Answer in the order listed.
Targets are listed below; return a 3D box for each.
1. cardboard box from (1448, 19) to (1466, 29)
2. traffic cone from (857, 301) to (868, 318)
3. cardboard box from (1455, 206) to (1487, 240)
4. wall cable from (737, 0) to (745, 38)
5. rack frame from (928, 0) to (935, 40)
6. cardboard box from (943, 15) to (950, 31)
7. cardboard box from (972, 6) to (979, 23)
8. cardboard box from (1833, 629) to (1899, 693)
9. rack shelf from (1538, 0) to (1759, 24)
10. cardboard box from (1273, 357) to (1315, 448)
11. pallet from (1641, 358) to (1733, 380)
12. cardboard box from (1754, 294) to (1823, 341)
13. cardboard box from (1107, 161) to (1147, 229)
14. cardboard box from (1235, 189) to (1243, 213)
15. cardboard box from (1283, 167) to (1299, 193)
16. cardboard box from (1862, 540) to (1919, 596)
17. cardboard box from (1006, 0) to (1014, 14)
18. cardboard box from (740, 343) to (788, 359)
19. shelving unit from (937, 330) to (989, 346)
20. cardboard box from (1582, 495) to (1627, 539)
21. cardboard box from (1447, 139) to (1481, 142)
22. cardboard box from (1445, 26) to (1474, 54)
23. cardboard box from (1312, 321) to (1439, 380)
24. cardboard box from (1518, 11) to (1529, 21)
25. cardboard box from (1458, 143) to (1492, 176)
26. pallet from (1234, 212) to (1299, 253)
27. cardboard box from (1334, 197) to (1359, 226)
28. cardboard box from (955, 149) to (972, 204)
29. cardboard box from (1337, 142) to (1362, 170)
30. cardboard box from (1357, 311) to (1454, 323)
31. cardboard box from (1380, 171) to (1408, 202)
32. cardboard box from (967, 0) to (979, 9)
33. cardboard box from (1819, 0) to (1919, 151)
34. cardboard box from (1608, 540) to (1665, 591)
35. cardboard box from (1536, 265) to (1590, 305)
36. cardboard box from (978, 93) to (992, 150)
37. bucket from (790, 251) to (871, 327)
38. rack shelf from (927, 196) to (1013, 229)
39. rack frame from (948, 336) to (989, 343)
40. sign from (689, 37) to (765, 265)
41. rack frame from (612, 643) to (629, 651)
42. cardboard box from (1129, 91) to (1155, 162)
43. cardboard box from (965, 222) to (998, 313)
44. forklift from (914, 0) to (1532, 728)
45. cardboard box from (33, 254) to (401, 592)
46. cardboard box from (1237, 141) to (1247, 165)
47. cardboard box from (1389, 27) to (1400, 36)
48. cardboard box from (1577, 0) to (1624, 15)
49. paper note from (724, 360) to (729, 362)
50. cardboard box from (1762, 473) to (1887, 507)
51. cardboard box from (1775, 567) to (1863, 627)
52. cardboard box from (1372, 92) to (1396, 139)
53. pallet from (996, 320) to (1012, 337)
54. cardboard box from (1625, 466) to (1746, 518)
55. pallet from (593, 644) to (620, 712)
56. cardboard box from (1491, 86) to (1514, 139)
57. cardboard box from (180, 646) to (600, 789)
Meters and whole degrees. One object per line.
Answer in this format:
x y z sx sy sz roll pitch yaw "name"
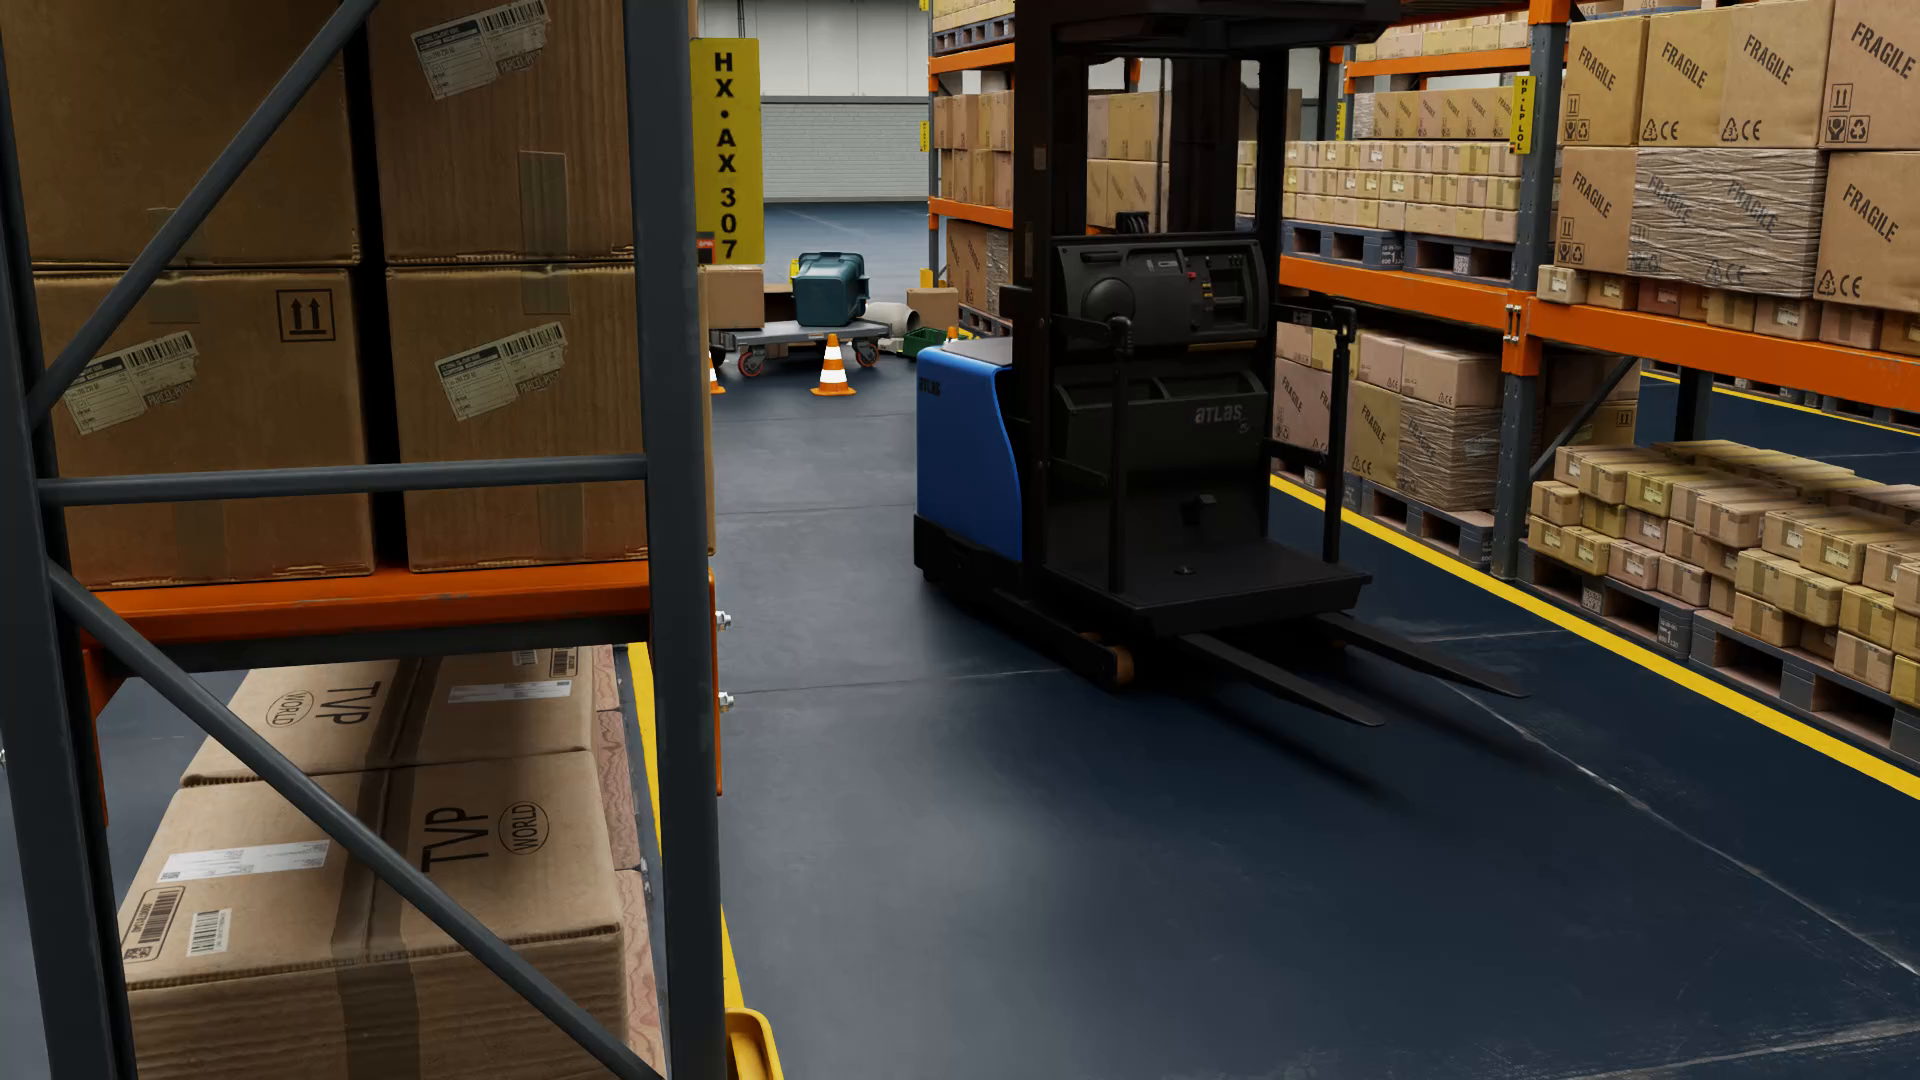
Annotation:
5.260 -5.343 17.133 0.380 0.149 0.250 -3 14 -11 "cardboard box"
-1.109 -2.638 18.251 0.336 0.463 0.334 -3 14 -13 "traffic cone"
2.618 -1.526 7.999 0.380 0.149 0.250 -3 14 -13 "cardboard box"
-7.398 -16.051 47.998 2.305 6.003 0.169 -3 14 -13 "wall cable"
0.147 -6.987 18.063 1.000 3.000 0.127 -3 14 -13 "rack frame"
0.035 -5.446 17.514 0.380 0.149 0.250 -3 14 -13 "cardboard box"
0.331 -5.155 16.322 0.380 0.149 0.250 -3 14 -13 "cardboard box"
3.205 0.395 5.613 0.380 0.149 0.250 -3 14 -12 "cardboard box"
3.435 -1.950 5.285 1.077 0.370 4.000 -3 14 -13 "rack shelf"
2.191 -0.805 9.784 0.500 0.500 0.500 -4 14 -15 "cardboard box"
6.406 -1.587 14.476 1.003 0.211 1.213 -3 14 -13 "pallet"
3.070 -0.797 5.900 0.380 0.149 0.250 -3 14 -11 "cardboard box"
1.426 -2.595 12.517 0.500 0.500 0.500 -4 14 -14 "cardboard box"
1.935 -2.194 10.733 0.380 0.149 0.250 -3 14 -14 "cardboard box"
2.135 -2.149 9.919 0.380 0.149 0.250 -3 14 -13 "cardboard box"
3.276 0.100 5.567 0.380 0.149 0.250 -4 14 -15 "cardboard box"
0.631 -4.862 15.119 0.380 0.149 0.250 -3 14 -12 "cardboard box"
-1.806 -1.830 15.357 0.396 0.266 0.258 10 17 35 "cardboard box"
0.013 -0.498 8.252 0.215 1.050 0.252 -3 14 -13 "shelving unit"
2.886 -0.113 7.064 0.380 0.149 0.250 -3 14 -13 "cardboard box"
5.587 -3.930 17.356 0.875 0.500 0.500 -3 14 -13 "cardboard box"
5.333 -5.116 17.043 0.500 0.250 0.500 -3 14 -14 "cardboard box"
2.299 -1.056 9.232 0.500 0.250 0.500 -4 14 -16 "cardboard box"
5.574 -5.040 15.890 0.380 0.149 0.250 -3 14 -11 "cardboard box"
2.617 -1.819 7.942 0.380 0.149 0.250 -4 14 -15 "cardboard box"
2.297 -1.975 10.595 1.213 0.211 1.003 -3 14 -13 "pallet"
2.308 -1.828 9.235 0.380 0.149 0.250 -4 14 -15 "cardboard box"
0.438 -3.800 17.346 0.875 0.550 0.550 -3 14 -13 "cardboard box"
2.311 -2.119 9.173 0.380 0.149 0.250 -3 14 -14 "cardboard box"
2.675 -1.204 9.835 0.500 0.250 0.500 -3 14 -12 "cardboard box"
2.433 -1.852 8.706 0.380 0.149 0.250 -4 14 -16 "cardboard box"
0.367 -5.379 16.397 0.500 0.250 0.500 -3 14 -13 "cardboard box"
3.178 -1.510 5.343 0.500 0.500 0.500 -4 14 -15 "cardboard box"
2.910 0.095 6.841 0.380 0.149 0.250 -3 14 -13 "cardboard box"
2.714 -1.098 7.132 0.380 0.149 0.250 -3 14 -11 "cardboard box"
0.666 -4.208 16.741 0.875 0.550 0.500 -3 14 -13 "cardboard box"
-1.186 -2.201 14.809 0.726 0.611 0.620 2 24 6 "bucket"
0.617 -3.261 16.972 1.077 0.370 4.000 -3 14 -13 "rack shelf"
0.041 -0.470 8.137 0.200 1.050 0.008 -3 14 -13 "rack frame"
-0.342 -0.571 2.451 0.100 0.325 0.005 -3 14 -13 "sign"
-1.823 -1.005 6.220 1.000 3.000 0.127 -3 14 -13 "rack frame"
1.687 -3.100 12.478 0.700 0.500 0.500 -4 14 -14 "cardboard box"
0.579 -2.889 17.522 0.875 0.875 0.875 -4 14 -14 "cardboard box"
0.896 -0.989 6.300 1.130 2.935 3.031 -7 15 -26 "forklift"
-1.254 -0.227 2.826 0.500 0.500 0.500 -3 14 -13 "cardboard box"
1.947 -2.479 10.646 0.380 0.149 0.250 -3 14 -13 "cardboard box"
4.973 -5.644 18.363 0.380 0.149 0.250 -3 14 -11 "cardboard box"
5.946 -5.000 15.150 0.797 0.503 0.637 -4 14 -16 "cardboard box"
-2.167 -1.625 15.016 0.148 0.019 0.142 -3 14 -13 "paper note"
3.451 -0.167 6.657 0.380 0.149 0.250 -3 14 -11 "cardboard box"
3.112 0.189 5.830 0.380 0.149 0.250 -3 14 -13 "cardboard box"
4.967 -4.746 18.590 0.500 0.500 0.500 -3 14 -13 "cardboard box"
0.984 -1.975 16.065 1.003 0.211 1.213 -3 14 -13 "pallet"
2.959 -0.199 6.788 0.380 0.149 0.250 -3 14 -14 "cardboard box"
-1.720 0.530 5.815 1.003 0.211 1.213 -3 14 -13 "pallet"
5.558 -4.170 16.231 0.500 0.500 0.500 -3 14 -13 "cardboard box"
-1.358 0.601 4.159 0.875 0.438 0.875 -3 14 -12 "cardboard box"
